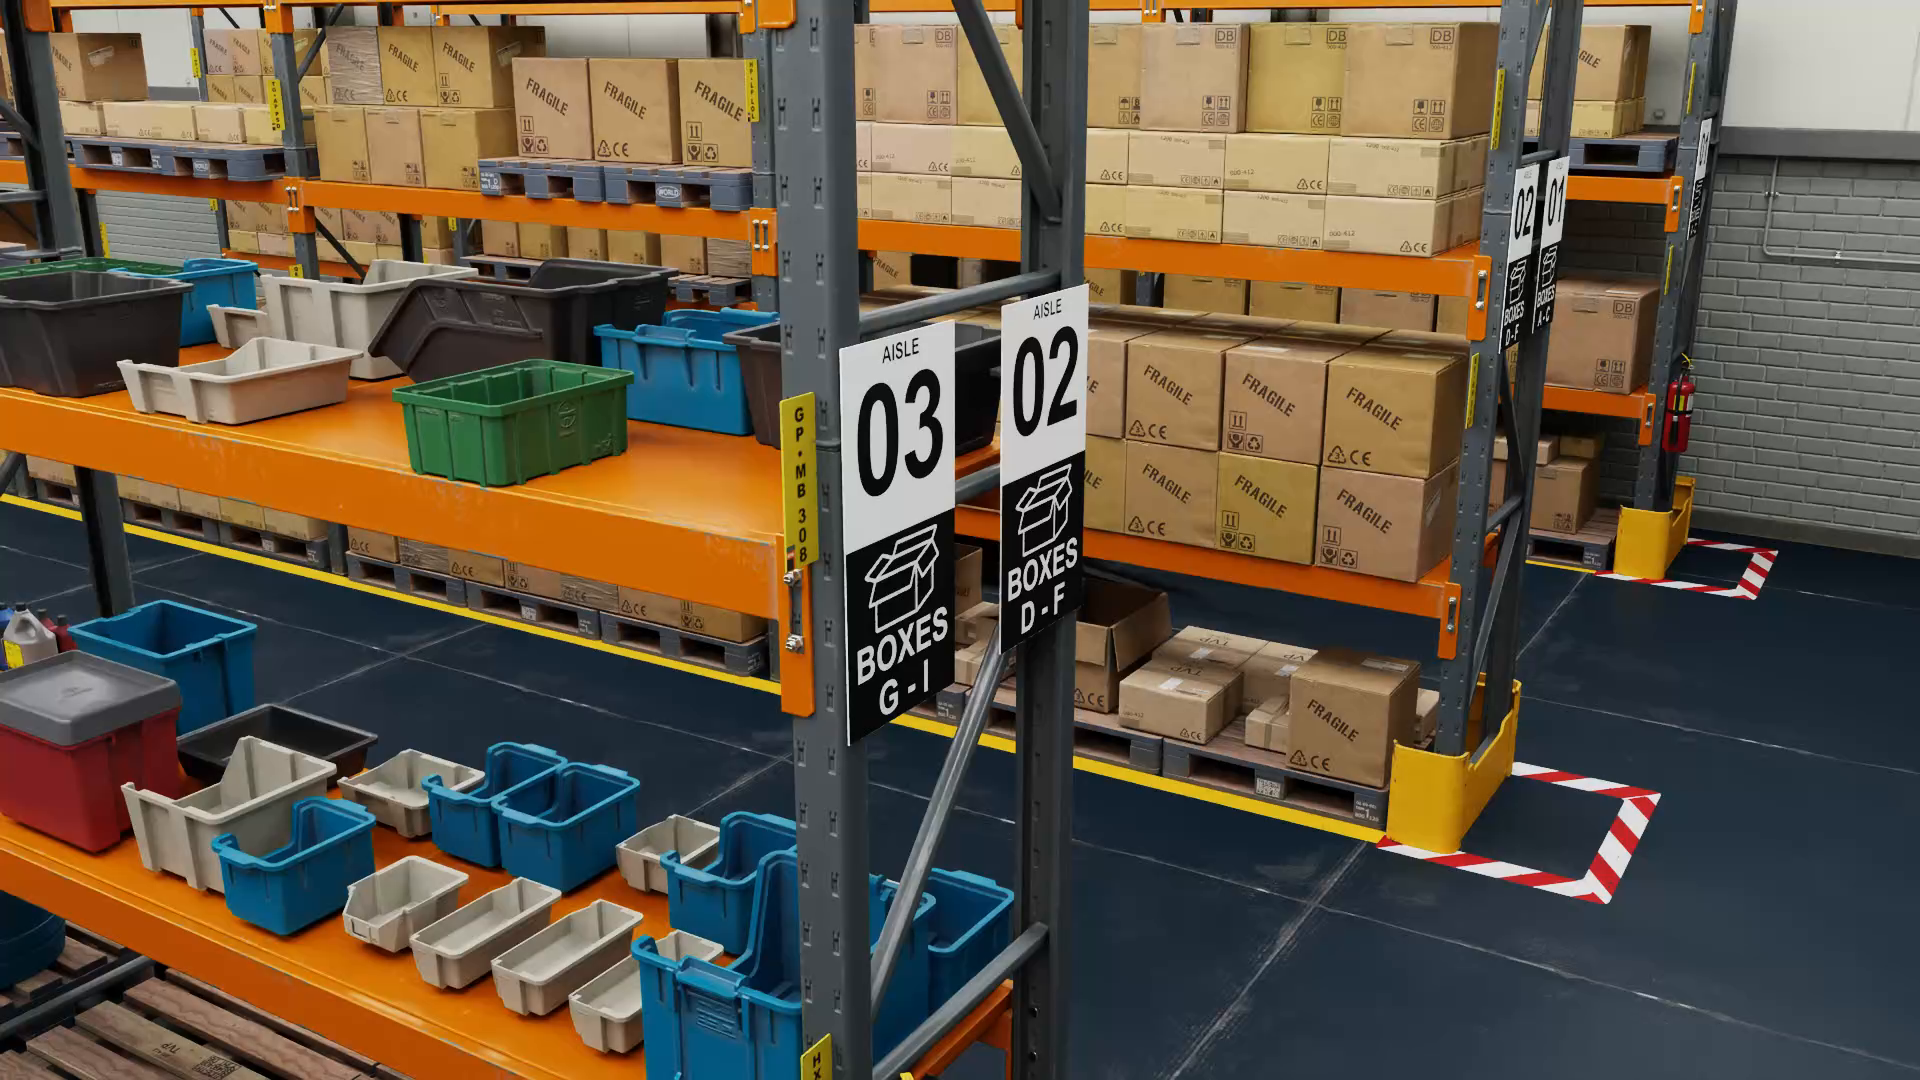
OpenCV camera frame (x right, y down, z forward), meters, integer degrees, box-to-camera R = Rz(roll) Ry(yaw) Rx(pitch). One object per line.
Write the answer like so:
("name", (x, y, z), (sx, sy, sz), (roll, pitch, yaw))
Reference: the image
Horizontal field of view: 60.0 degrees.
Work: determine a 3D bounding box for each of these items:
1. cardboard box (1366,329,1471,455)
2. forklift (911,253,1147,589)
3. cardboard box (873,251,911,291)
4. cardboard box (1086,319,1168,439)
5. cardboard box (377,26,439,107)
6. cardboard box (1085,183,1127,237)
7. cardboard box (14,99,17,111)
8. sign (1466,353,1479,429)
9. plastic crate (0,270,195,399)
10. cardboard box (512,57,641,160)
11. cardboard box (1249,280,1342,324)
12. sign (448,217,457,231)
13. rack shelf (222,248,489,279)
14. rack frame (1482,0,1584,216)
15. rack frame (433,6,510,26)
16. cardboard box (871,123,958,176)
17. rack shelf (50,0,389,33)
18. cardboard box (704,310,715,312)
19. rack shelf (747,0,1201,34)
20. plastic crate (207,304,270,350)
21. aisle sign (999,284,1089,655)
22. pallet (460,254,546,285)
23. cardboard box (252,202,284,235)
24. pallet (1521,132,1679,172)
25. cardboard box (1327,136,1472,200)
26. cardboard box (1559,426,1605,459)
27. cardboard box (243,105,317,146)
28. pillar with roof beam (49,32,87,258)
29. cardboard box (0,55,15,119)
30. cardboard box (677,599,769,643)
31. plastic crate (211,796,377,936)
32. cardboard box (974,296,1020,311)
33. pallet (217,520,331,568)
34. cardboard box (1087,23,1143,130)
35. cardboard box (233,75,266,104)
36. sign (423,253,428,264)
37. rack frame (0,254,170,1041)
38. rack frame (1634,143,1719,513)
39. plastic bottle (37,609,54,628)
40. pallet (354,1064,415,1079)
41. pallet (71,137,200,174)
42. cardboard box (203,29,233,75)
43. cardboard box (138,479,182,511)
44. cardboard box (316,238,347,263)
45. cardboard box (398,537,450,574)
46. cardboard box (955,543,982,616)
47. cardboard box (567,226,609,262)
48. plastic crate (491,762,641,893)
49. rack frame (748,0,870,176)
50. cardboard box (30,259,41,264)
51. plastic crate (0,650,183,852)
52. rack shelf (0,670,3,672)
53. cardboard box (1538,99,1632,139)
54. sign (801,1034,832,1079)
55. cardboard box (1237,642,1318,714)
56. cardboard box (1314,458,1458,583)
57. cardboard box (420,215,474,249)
("cardboard box", (2.332, -0.746, 8.282), (0.500, 0.500, 0.500), (11, 20, 32))
("forklift", (0.425, -1.250, 11.955), (1.130, 2.935, 3.031), (-15, 22, -40))
("cardboard box", (-0.512, -2.436, 15.020), (0.500, 0.500, 0.500), (10, 20, 30))
("cardboard box", (0.736, -0.845, 8.609), (0.500, 0.500, 0.500), (11, 20, 32))
("cardboard box", (-3.442, -3.119, 10.936), (0.500, 0.500, 0.500), (10, 20, 30))
("cardboard box", (0.725, -1.694, 8.396), (0.500, 0.250, 0.500), (10, 20, 30))
("cardboard box", (-7.134, -3.380, 13.222), (0.500, 0.250, 0.500), (13, 21, 36))
("sign", (2.264, -0.657, 7.348), (0.005, 0.325, 0.100), (10, 20, 30))
("plastic crate", (-2.517, -0.585, 4.709), (0.590, 0.269, 0.497), (10, 20, 30))
("cardboard box", (-2.365, -2.724, 10.460), (0.600, 0.600, 0.600), (9, 19, 28))
("cardboard box", (2.825, -1.867, 13.350), (0.700, 0.700, 0.980), (10, 19, 29))
("sign", (-5.342, -3.418, 17.483), (0.005, 0.325, 0.100), (10, 20, 30))
("rack shelf", (-6.769, -3.099, 19.161), (4.000, 0.370, 1.077), (10, 20, 30))
("rack frame", (2.572, -2.957, 7.133), (0.127, 3.000, 1.000), (10, 20, 30))
("rack frame", (-5.064, -6.010, 17.183), (0.127, 3.000, 1.000), (10, 20, 30))
("cardboard box", (-0.125, -2.087, 8.826), (0.500, 0.250, 0.500), (10, 20, 30))
("rack shelf", (-5.949, -3.942, 12.303), (4.000, 0.370, 1.077), (10, 20, 30))
("cardboard box", (-1.742, -1.160, 10.645), (0.500, 0.500, 0.700), (14, 22, 39))
("rack shelf", (0.048, -4.561, 14.341), (4.000, 0.370, 1.077), (10, 20, 30))
("plastic crate", (-2.149, -0.679, 5.247), (0.466, 0.136, 0.293), (10, 20, 30))
("aisle sign", (0.193, -0.167, 3.797), (0.004, 0.787, 0.394), (10, 20, 30))
("pallet", (-4.489, -2.895, 17.581), (1.213, 0.211, 1.003), (10, 20, 30))
("cardboard box", (-7.807, -3.820, 19.228), (0.500, 0.500, 0.500), (10, 20, 30))
("pallet", (4.523, -2.817, 11.986), (1.213, 0.211, 1.003), (10, 20, 30))
("cardboard box", (2.001, -1.704, 7.568), (0.500, 0.250, 0.500), (10, 20, 30))
("cardboard box", (4.723, -0.741, 12.623), (0.250, 0.149, 0.380), (10, 20, 30))
("cardboard box", (-4.661, -2.923, 11.717), (0.500, 0.250, 0.500), (9, 19, 26))
("pillar with roof beam", (-14.789, -6.572, 19.035), (0.400, 9.000, 9.100), (10, 20, 30))
("cardboard box", (-7.945, -3.805, 13.949), (0.500, 0.500, 0.500), (12, 21, 35))
("cardboard box", (-1.407, 0.287, 10.321), (0.500, 0.500, 0.500), (10, 20, 30))
("plastic crate", (-1.908, 0.942, 4.803), (0.300, 0.233, 0.416), (10, 20, 30))
("cardboard box", (0.168, -1.131, 9.552), (0.500, 0.500, 0.500), (10, 19, 29))
("pallet", (-4.926, -0.104, 12.860), (1.213, 0.211, 1.003), (10, 20, 30))
("cardboard box", (0.884, -2.368, 8.462), (0.500, 0.500, 0.700), (10, 20, 30))
("cardboard box", (-7.880, -5.037, 18.935), (0.500, 0.500, 0.500), (12, 20, 34))
("sign", (-3.969, -1.955, 12.301), (0.005, 0.325, 0.100), (10, 20, 30))
("rack frame", (-3.432, 0.531, 5.971), (0.127, 3.000, 1.000), (10, 20, 30))
("rack frame", (5.161, -1.314, 12.046), (0.127, 3.000, 1.000), (10, 20, 30))
("plastic bottle", (-3.635, 0.405, 6.586), (0.133, 0.283, 0.061), (10, 20, 30))
("pallet", (-1.742, 2.153, 5.430), (1.213, 0.211, 1.003), (10, 20, 30))
("pallet", (-5.825, -2.899, 12.427), (1.213, 0.211, 1.003), (11, 20, 33))
("cardboard box", (-8.272, -5.600, 19.068), (0.500, 0.500, 0.500), (9, 19, 26))
("cardboard box", (-6.129, -0.441, 13.179), (0.500, 0.250, 0.500), (11, 20, 31))
("cardboard box", (-6.913, -3.301, 18.810), (0.500, 0.250, 0.500), (10, 20, 31))
("cardboard box", (-3.558, -0.100, 11.592), (0.500, 0.500, 0.500), (9, 19, 28))
("cardboard box", (-0.203, 0.307, 10.253), (0.500, 0.500, 0.500), (10, 20, 30))
("cardboard box", (-3.599, -3.132, 17.104), (0.500, 0.500, 0.700), (13, 21, 38))
("plastic crate", (-1.184, 0.872, 5.035), (0.300, 0.233, 0.416), (10, 20, 30))
("rack frame", (-0.837, -3.565, 9.136), (0.127, 3.000, 1.000), (10, 20, 30))
("cardboard box", (-7.781, -2.359, 14.198), (0.250, 0.149, 0.380), (10, 20, 30))
("plastic crate", (-2.803, 0.670, 5.302), (0.583, 0.464, 0.402), (10, 20, 30))
("rack shelf", (-5.136, 0.571, 7.077), (4.000, 0.370, 1.077), (10, 20, 30))
("cardboard box", (4.398, -2.972, 11.706), (0.500, 0.250, 0.500), (11, 20, 32))
("sign", (-0.298, 1.200, 3.488), (0.005, 0.325, 0.100), (10, 20, 30))
("cardboard box", (1.831, 0.790, 9.095), (0.500, 0.250, 0.500), (10, 20, 30))
("cardboard box", (2.048, -0.135, 7.993), (0.500, 0.500, 0.500), (11, 20, 32))
("cardboard box", (-5.629, -3.431, 17.949), (0.500, 0.500, 0.500), (10, 20, 30))
